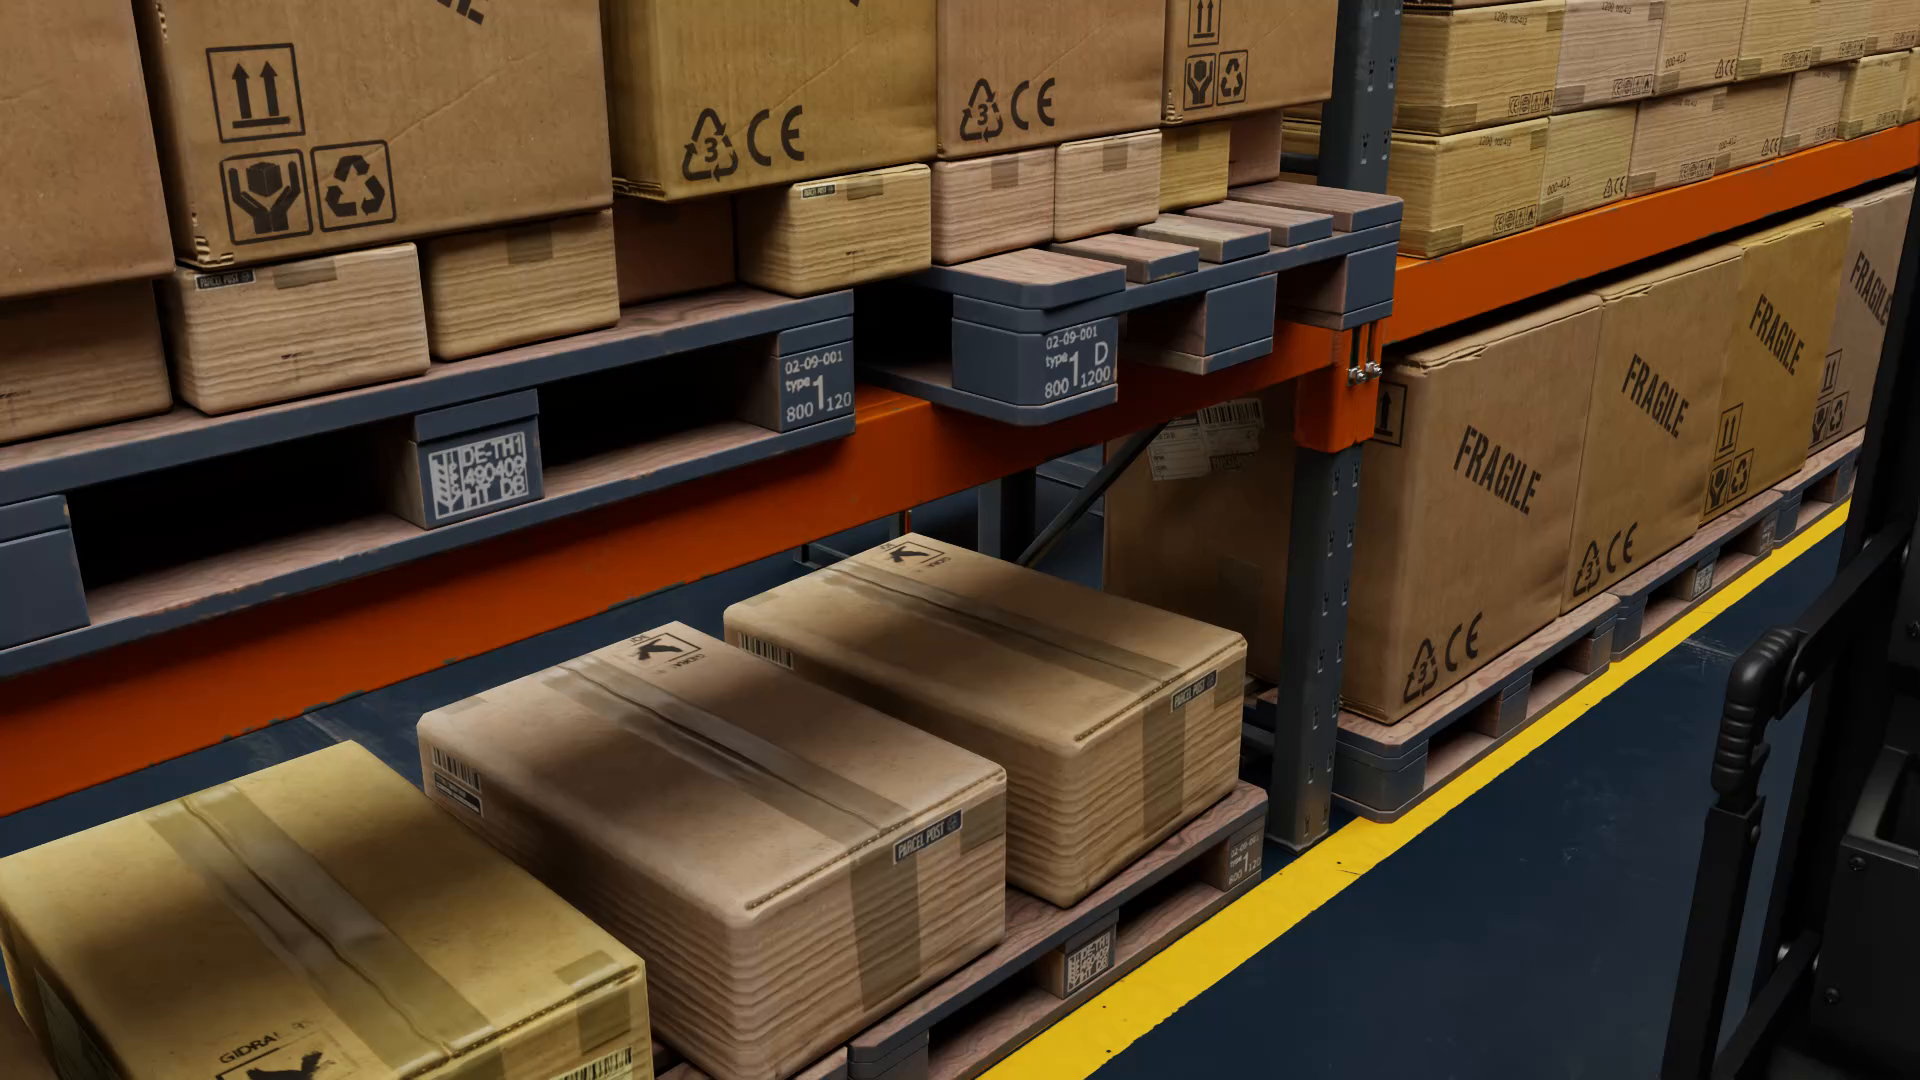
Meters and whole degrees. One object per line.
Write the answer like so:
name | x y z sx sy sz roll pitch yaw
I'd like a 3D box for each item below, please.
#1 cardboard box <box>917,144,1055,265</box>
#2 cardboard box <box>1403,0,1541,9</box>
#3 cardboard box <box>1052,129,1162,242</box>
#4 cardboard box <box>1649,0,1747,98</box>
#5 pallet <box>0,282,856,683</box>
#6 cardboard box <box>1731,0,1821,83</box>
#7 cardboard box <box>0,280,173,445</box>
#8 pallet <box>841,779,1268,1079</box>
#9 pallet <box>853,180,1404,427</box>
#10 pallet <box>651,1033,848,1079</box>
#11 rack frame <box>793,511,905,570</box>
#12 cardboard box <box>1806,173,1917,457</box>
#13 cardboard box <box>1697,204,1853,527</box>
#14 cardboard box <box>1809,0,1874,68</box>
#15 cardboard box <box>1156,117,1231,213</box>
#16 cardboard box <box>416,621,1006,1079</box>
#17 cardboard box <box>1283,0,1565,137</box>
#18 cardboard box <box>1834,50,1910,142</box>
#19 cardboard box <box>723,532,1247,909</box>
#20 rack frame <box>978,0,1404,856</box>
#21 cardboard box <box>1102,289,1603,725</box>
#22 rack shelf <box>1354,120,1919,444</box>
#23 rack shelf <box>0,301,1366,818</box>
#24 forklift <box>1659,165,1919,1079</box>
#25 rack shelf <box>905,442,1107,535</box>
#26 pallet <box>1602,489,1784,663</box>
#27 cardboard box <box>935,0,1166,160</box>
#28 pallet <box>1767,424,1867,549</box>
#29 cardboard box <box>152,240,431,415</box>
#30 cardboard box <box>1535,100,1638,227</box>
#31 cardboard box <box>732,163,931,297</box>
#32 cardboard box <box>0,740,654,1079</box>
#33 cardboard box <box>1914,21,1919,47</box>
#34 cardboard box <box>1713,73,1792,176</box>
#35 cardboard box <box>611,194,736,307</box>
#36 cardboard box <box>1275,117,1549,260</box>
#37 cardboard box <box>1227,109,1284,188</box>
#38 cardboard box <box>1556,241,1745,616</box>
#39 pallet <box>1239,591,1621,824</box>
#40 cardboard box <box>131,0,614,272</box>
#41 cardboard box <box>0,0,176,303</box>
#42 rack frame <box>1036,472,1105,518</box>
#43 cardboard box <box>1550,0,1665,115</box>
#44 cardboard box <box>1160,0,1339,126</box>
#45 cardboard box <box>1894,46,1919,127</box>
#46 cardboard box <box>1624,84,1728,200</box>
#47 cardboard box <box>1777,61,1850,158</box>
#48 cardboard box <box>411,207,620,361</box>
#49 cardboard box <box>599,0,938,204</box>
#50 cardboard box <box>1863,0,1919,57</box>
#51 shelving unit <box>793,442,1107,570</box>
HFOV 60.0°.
cardboard box | -0.077 -0.542 2.567 0.380 0.149 0.250 18 27 38
cardboard box | 0.963 -1.411 3.531 0.500 0.500 0.500 18 27 39
cardboard box | 0.105 -0.604 2.731 0.380 0.149 0.250 19 28 40
cardboard box | 1.692 -1.321 4.343 0.500 0.250 0.500 19 28 40
pallet | -0.908 -0.223 2.241 1.003 0.211 1.213 19 28 41
cardboard box | 2.055 -1.448 4.673 0.500 0.250 0.500 -20 28 -41
cardboard box | -1.028 -0.218 1.725 0.380 0.149 0.250 20 28 41
pallet | -0.103 0.670 3.536 1.003 0.211 1.213 19 28 41
pallet | 0.023 -0.532 3.046 1.213 0.211 1.003 19 28 41
pallet | -0.954 0.983 2.724 1.003 0.211 1.213 19 28 41
rack frame | -0.350 -0.396 5.037 0.500 1.125 0.032 19 28 41
cardboard box | 2.859 -0.885 6.072 0.875 0.875 0.875 -19 28 -40
cardboard box | 2.234 -0.651 5.462 0.875 0.875 0.875 -19 28 -40
cardboard box | 2.400 -1.584 5.027 0.500 0.250 0.500 -19 28 -41
cardboard box | 0.248 -0.680 2.928 0.250 0.149 0.380 -20 28 -41
cardboard box | -0.467 0.533 3.083 0.950 0.372 0.625 19 28 40
cardboard box | 0.974 -1.063 3.673 0.500 0.250 0.500 19 28 40
cardboard box | 2.746 -1.481 5.455 0.500 0.250 0.500 19 28 40
cardboard box | 0.042 0.342 3.582 0.950 0.372 0.625 17 27 37
rack frame | 0.444 -0.832 3.557 1.000 3.000 0.127 19 28 41
cardboard box | 0.985 -0.193 4.271 0.875 0.875 0.875 19 28 40
rack shelf | 1.839 -1.010 5.024 1.077 0.370 4.000 19 28 41
rack shelf | -0.952 0.018 2.349 1.077 0.370 4.000 19 28 41
forklift | 1.287 0.044 1.375 1.130 2.935 3.031 17 27 37
rack shelf | 0.005 -0.299 5.465 0.538 0.278 1.000 19 28 41
pallet | 1.899 -0.026 5.348 1.003 0.211 1.213 19 28 41
cardboard box | -0.027 -0.891 2.573 0.500 0.500 0.500 19 28 40
pallet | 2.750 -0.341 6.168 1.003 0.211 1.213 19 28 41
cardboard box | -0.806 -0.273 1.869 0.250 0.149 0.380 -19 28 -40
cardboard box | 1.311 -0.961 4.103 0.500 0.250 0.500 18 28 39
cardboard box | -0.259 -0.467 2.374 0.250 0.149 0.380 -20 28 -41
cardboard box | -1.000 0.727 2.580 0.625 0.372 0.950 -19 28 -40
cardboard box | 3.101 -1.849 5.717 0.500 0.250 0.500 19 28 41
cardboard box | 2.023 -1.222 4.782 0.500 0.250 0.500 19 28 41
cardboard box | -0.524 -0.434 2.288 0.380 0.149 0.250 20 28 41
cardboard box | 0.965 -0.824 3.748 0.500 0.250 0.500 19 28 40
cardboard box | 0.383 -0.767 3.155 0.250 0.149 0.380 -19 28 -40
cardboard box | 1.610 -0.421 4.865 0.875 0.875 0.875 20 29 41
pallet | 1.048 0.286 4.536 1.003 0.211 1.213 19 28 41
cardboard box | -0.760 -0.621 1.870 0.500 0.500 0.500 18 27 39
cardboard box | -1.111 -0.486 1.519 0.500 0.500 0.500 19 28 40
rack frame | 0.359 -0.657 5.717 0.500 1.125 0.032 19 28 41
cardboard box | 1.335 -1.196 4.018 0.500 0.250 0.500 -19 28 -41
cardboard box | 0.326 -1.027 2.926 0.500 0.500 0.500 18 28 39
cardboard box | 3.102 -1.611 5.795 0.500 0.250 0.500 18 28 39
cardboard box | 1.681 -1.094 4.450 0.500 0.250 0.500 -19 28 -40
cardboard box | 2.380 -1.356 5.130 0.500 0.250 0.500 18 28 39
cardboard box | -0.641 -0.349 2.067 0.380 0.149 0.250 18 27 39
cardboard box | -0.378 -0.761 2.234 0.500 0.500 0.500 17 27 37
cardboard box | 2.757 -1.719 5.377 0.500 0.250 0.500 -19 28 -41
shelving unit | 0.005 -0.527 5.377 0.538 1.125 1.048 19 28 41
